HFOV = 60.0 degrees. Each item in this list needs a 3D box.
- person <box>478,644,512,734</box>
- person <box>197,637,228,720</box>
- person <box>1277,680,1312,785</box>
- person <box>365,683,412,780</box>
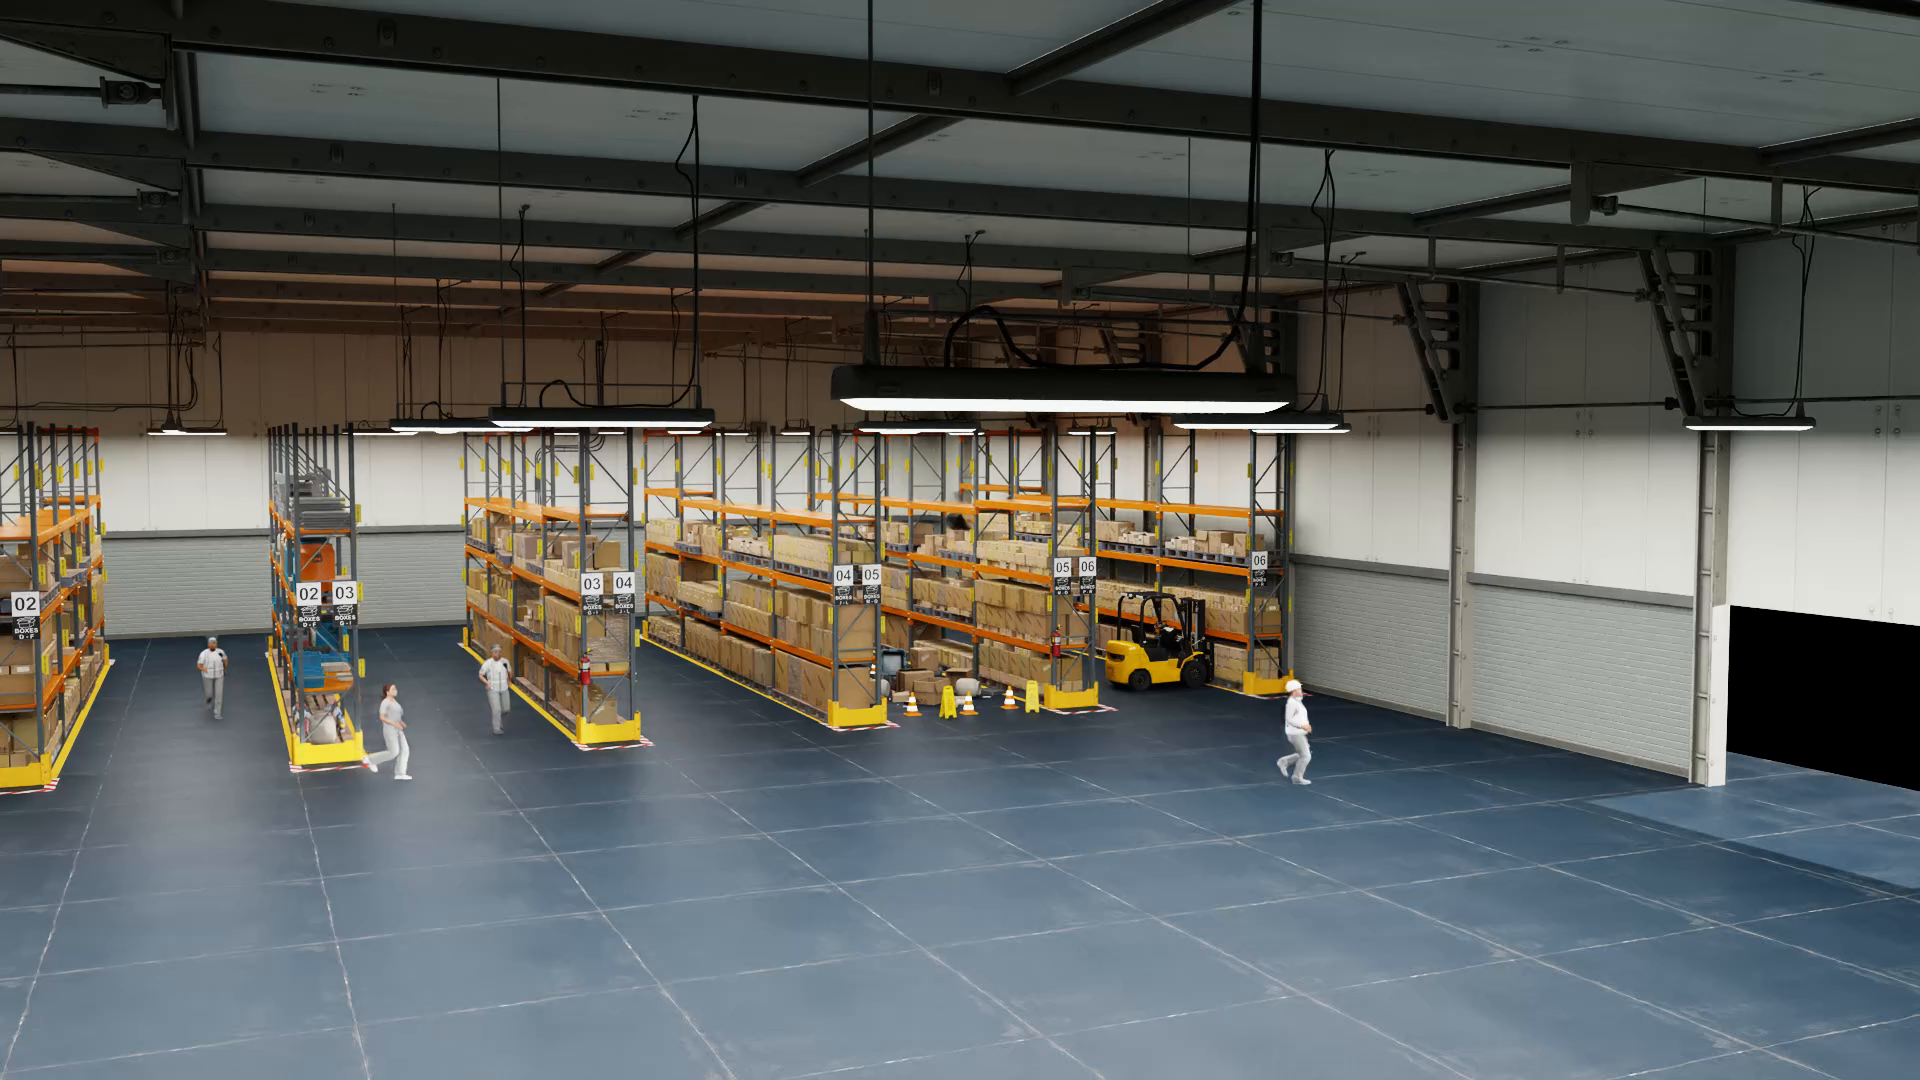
[{"bbox_3d":[-9.005,2.878,32.306,0.664,1.733,0.645,-2,4,-33],"label":"person"},{"bbox_3d":[-15.301,2.821,34.084,0.607,1.658,0.849,-2,4,-32],"label":"person"},{"bbox_3d":[5.538,3.179,27.504,0.612,1.721,0.657,1,4,18],"label":"person"},{"bbox_3d":[-9.551,3.204,27.847,0.778,1.638,0.577,0,3,5],"label":"person"}]
